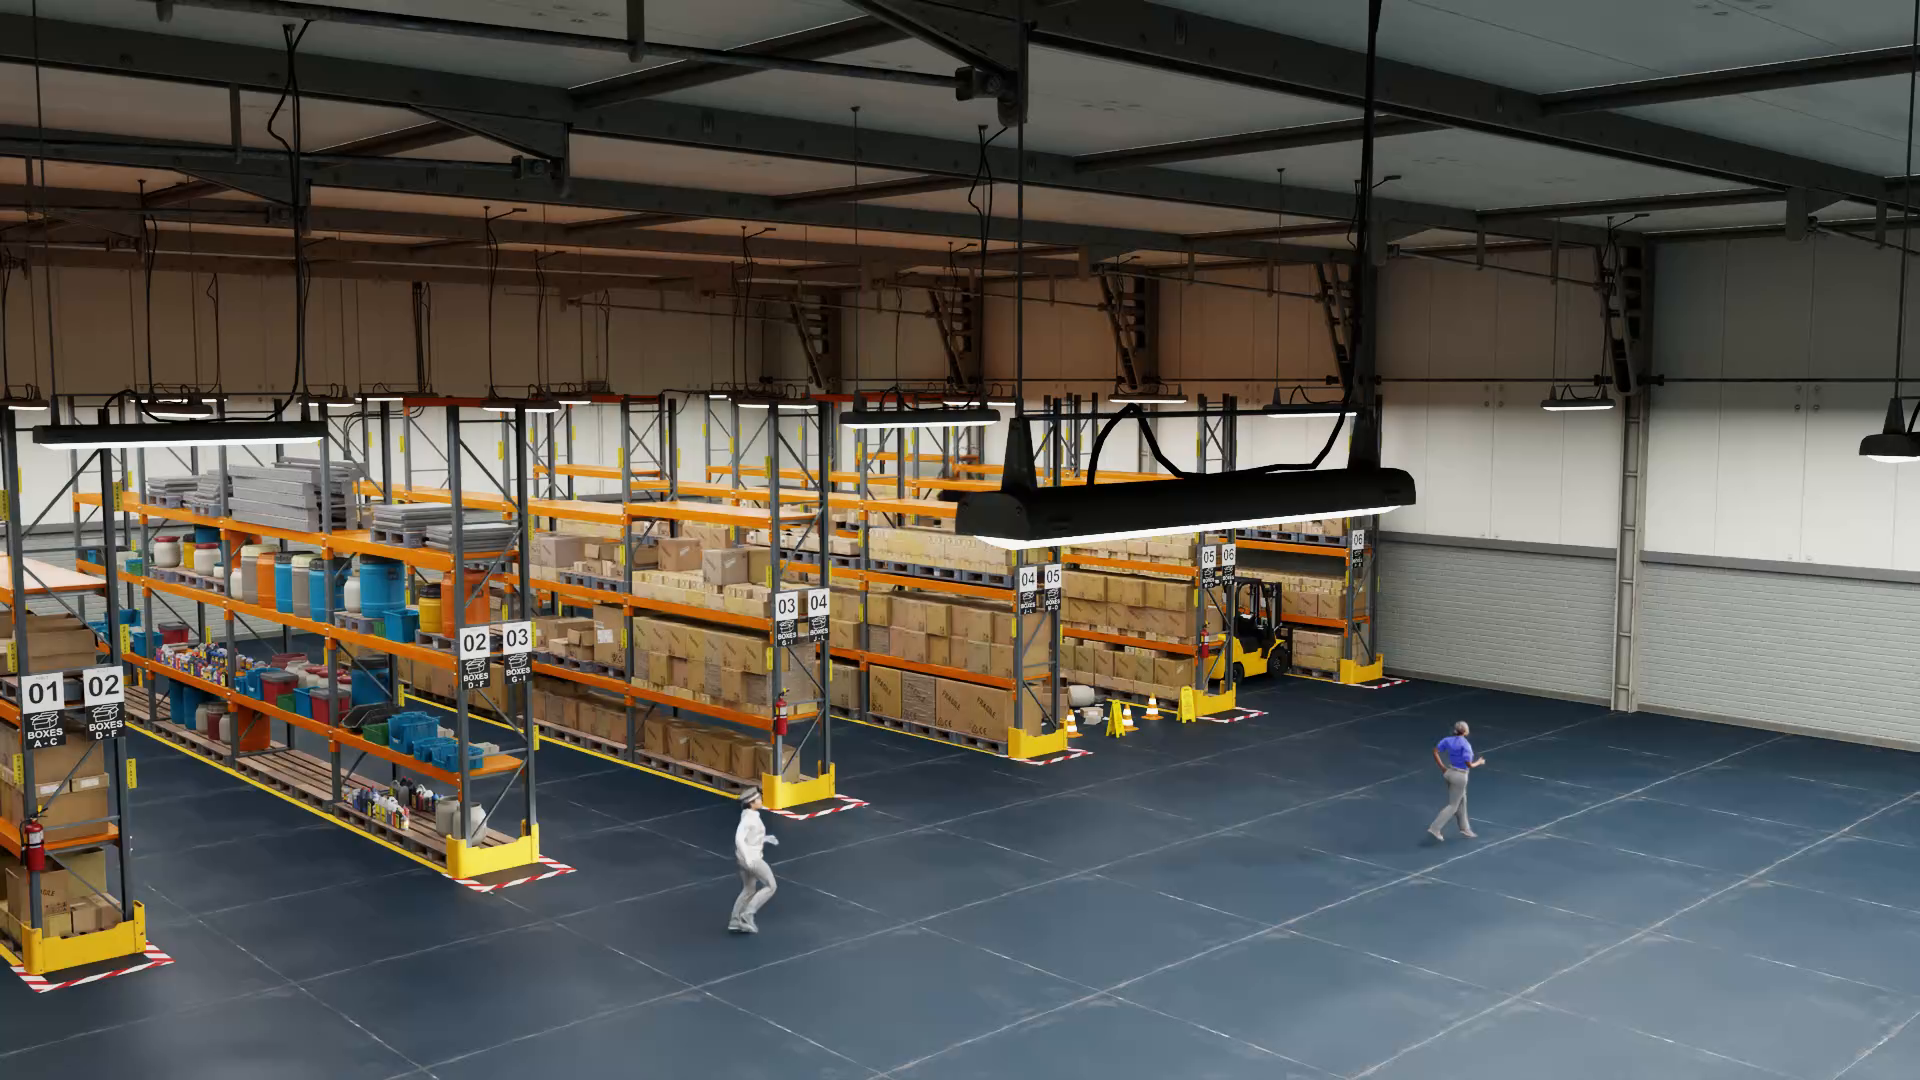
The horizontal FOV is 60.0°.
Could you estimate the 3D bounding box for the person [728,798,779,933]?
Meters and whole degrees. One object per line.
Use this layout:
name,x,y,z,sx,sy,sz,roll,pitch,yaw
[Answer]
person,-2.361,3.676,19.077,0.621,1.628,0.617,-2,6,-19

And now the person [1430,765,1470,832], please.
person,6.724,3.576,22.733,0.748,0.894,0.358,-2,6,-19

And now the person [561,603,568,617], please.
person,-9.903,1.482,41.248,0.523,1.608,0.587,0,6,-5
